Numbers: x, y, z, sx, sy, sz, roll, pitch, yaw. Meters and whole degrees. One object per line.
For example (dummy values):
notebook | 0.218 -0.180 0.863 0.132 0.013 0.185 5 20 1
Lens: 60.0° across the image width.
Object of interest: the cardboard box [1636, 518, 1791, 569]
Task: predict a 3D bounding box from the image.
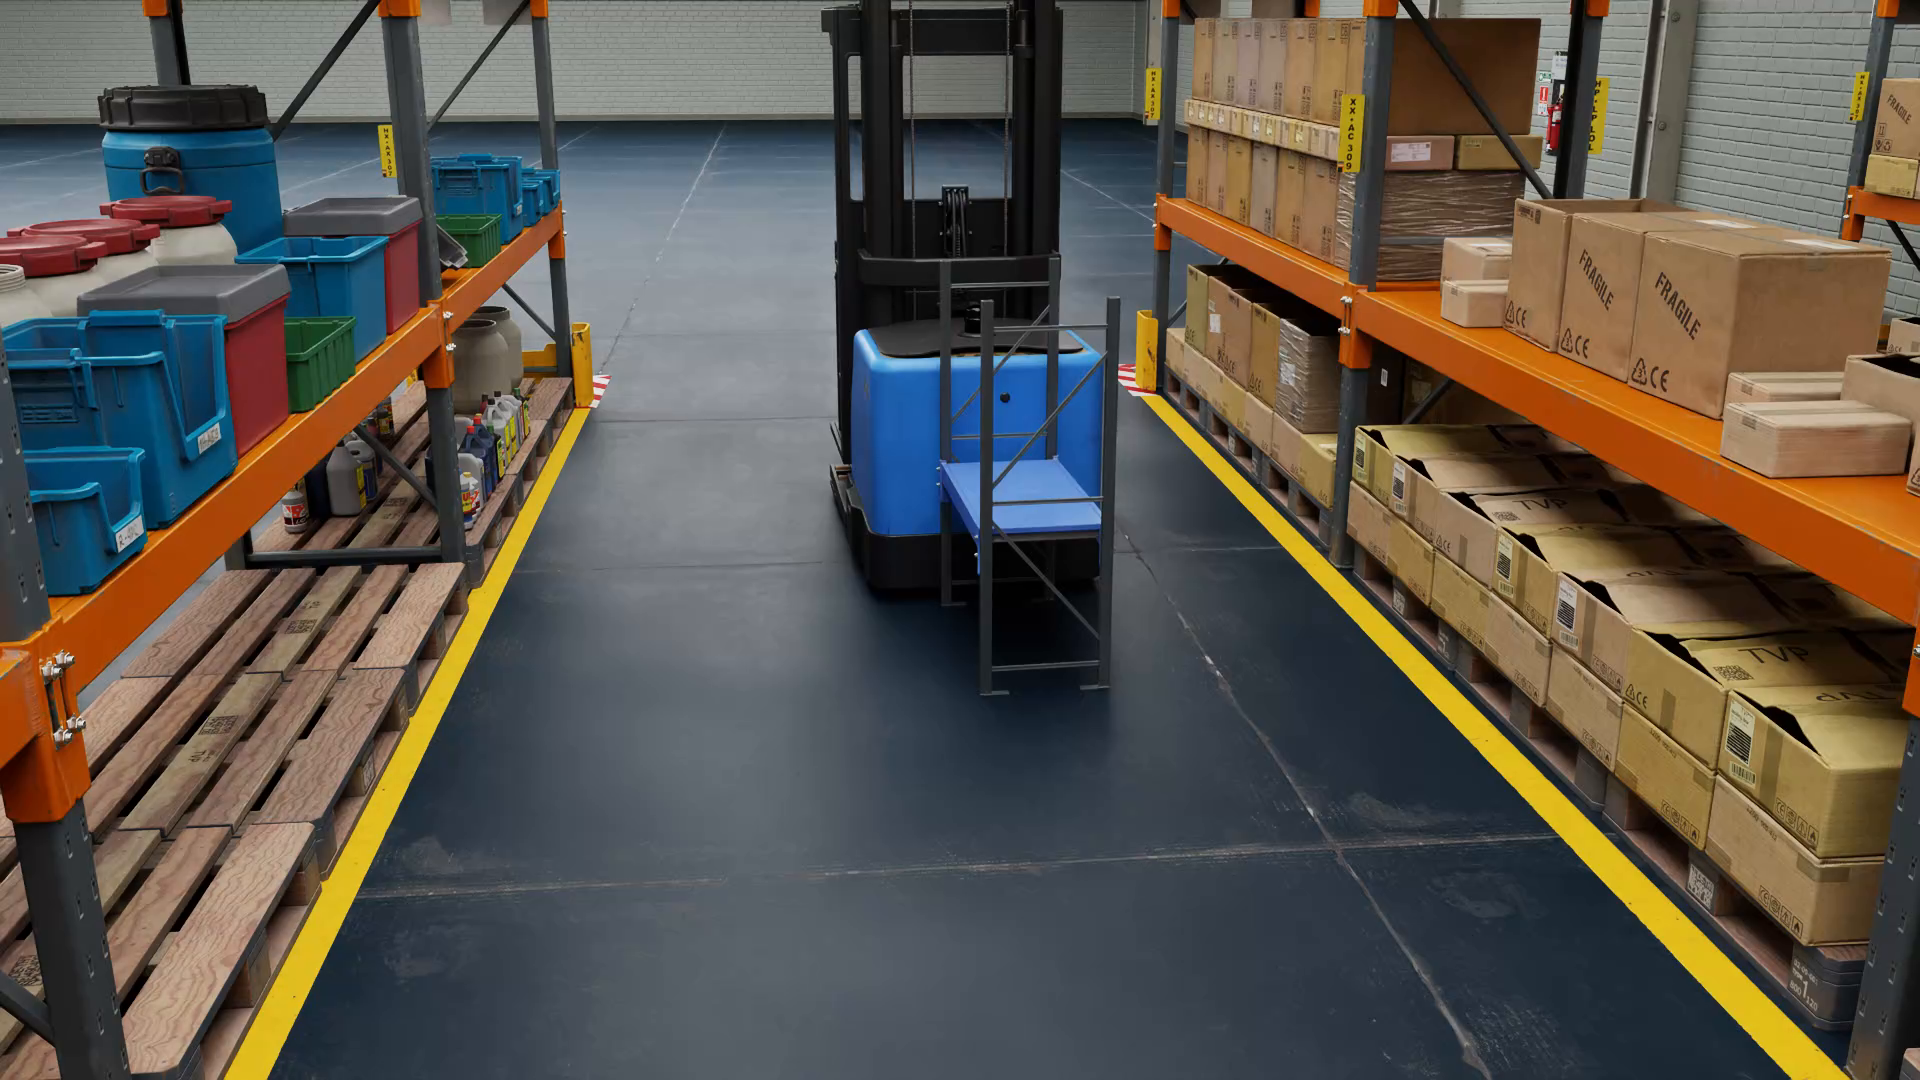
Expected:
cardboard box | 2.726 0.085 5.851 0.500 0.311 0.500 -2 18 -6

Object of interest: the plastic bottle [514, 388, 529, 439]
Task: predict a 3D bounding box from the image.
plastic bottle | -2.442 -0.710 9.230 0.061 0.283 0.133 -1 17 -4

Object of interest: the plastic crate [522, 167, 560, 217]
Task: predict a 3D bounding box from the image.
plastic crate | -2.749 -2.153 10.275 0.499 0.251 0.616 -2 18 -6

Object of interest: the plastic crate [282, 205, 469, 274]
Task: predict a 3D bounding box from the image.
plastic crate | -2.613 -1.302 7.421 0.767 0.338 0.504 -2 18 -6

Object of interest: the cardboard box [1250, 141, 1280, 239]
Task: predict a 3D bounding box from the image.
cardboard box | 2.027 -1.963 9.254 0.700 0.500 0.500 -1 17 -4

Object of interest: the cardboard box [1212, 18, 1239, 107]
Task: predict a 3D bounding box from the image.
cardboard box | 1.930 -2.870 9.980 0.700 0.500 0.500 -2 18 -7

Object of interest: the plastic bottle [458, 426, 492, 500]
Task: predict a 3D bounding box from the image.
plastic bottle | -2.356 -0.371 8.040 0.144 0.351 0.185 -1 17 -4

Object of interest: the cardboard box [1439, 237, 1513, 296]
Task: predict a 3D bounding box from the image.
cardboard box | 2.336 -1.107 6.946 0.500 0.250 0.500 -1 17 -2

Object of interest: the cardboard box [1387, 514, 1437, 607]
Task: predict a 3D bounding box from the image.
cardboard box | 2.088 0.068 6.843 0.500 0.250 0.500 -1 17 -4

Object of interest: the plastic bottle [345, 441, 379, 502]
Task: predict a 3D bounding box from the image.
plastic bottle | -2.914 -0.335 8.048 0.152 0.276 0.135 -2 18 -6

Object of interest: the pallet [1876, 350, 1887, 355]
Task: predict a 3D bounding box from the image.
pallet | 6.813 -1.074 11.244 1.003 0.211 1.213 -2 18 -6

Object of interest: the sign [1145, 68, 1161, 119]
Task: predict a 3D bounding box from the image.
sign | 1.277 -2.951 10.992 0.100 0.325 0.005 -2 18 -6

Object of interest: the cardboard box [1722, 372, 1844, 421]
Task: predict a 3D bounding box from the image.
cardboard box | 2.467 -0.390 4.832 0.380 0.149 0.250 0 17 -2

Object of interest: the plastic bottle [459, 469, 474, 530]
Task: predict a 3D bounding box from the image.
plastic bottle | -2.282 -0.189 7.590 0.097 0.271 0.097 0 17 0

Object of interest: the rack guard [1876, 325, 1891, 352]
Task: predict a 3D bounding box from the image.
rack guard | 6.764 -1.454 11.975 1.175 0.500 0.348 -2 18 -6

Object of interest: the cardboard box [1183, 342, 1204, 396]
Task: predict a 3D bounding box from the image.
cardboard box | 1.719 -1.089 10.526 0.500 0.250 0.500 -2 18 -6

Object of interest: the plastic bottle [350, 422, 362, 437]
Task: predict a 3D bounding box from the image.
plastic bottle | -3.105 -0.467 8.470 0.152 0.276 0.135 -1 17 -5

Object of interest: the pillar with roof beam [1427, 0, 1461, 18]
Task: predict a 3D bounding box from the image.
pillar with roof beam | 2.169 -8.792 21.160 9.100 9.000 0.400 -2 18 -6

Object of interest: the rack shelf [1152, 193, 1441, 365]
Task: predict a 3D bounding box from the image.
rack shelf | 2.036 -1.576 9.392 1.077 0.370 4.000 -2 18 -6

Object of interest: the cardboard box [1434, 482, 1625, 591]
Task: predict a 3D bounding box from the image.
cardboard box | 2.138 -0.046 6.268 0.500 0.311 0.500 -2 18 -7

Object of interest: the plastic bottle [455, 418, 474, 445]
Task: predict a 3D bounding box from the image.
plastic bottle | -2.564 -0.506 8.595 0.152 0.276 0.135 -2 18 -6

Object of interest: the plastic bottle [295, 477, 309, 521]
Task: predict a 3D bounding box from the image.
plastic bottle | -3.063 -0.219 7.667 0.061 0.283 0.133 -1 17 -3

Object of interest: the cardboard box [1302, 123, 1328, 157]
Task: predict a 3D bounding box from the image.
cardboard box | 1.920 -1.985 8.243 0.380 0.149 0.250 -2 18 -6

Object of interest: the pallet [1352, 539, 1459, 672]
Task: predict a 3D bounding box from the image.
pallet | 2.357 0.225 7.108 1.003 0.211 1.213 -2 18 -6

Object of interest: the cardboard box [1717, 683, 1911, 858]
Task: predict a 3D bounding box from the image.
cardboard box | 2.355 0.563 4.328 0.500 0.311 0.500 -1 17 -4

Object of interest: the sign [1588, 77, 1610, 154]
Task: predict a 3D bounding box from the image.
sign | 2.781 -1.858 7.287 0.100 0.325 0.005 -2 18 -6

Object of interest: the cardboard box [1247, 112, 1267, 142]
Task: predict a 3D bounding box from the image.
cardboard box | 1.813 -2.291 9.218 0.380 0.149 0.250 -2 18 -5

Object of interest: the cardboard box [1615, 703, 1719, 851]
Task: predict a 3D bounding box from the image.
cardboard box | 2.301 0.677 4.903 0.500 0.250 0.500 -2 18 -6

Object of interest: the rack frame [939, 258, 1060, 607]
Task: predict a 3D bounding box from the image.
rack frame | 0.165 -0.439 7.071 0.500 1.500 0.032 -3 18 -8

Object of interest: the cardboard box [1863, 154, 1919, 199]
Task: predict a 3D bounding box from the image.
cardboard box | 6.491 -2.453 11.198 0.500 0.250 0.500 -2 18 -7

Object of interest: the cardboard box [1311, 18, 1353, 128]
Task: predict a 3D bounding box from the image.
cardboard box | 2.136 -2.273 8.077 0.700 0.500 0.500 -2 18 -6

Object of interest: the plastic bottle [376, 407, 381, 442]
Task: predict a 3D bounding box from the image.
plastic bottle | -3.216 -0.660 9.071 0.061 0.283 0.133 -1 17 -5

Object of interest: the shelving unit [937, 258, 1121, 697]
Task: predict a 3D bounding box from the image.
shelving unit | 0.243 -0.289 6.592 0.538 1.500 1.048 -3 18 -8

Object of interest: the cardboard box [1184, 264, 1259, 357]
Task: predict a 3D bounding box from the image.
cardboard box | 1.717 -1.446 10.414 0.500 0.500 0.500 -2 18 -6

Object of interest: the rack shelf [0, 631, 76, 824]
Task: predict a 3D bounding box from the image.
rack shelf | -2.067 0.959 1.316 1.077 0.370 4.000 -2 18 -6

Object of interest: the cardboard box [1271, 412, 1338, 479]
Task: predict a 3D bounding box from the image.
cardboard box | 1.935 -0.493 8.629 0.500 0.250 0.500 -2 18 -6

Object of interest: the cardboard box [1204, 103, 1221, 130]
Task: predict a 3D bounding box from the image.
cardboard box | 1.710 -2.596 10.189 0.380 0.149 0.250 -2 18 -5

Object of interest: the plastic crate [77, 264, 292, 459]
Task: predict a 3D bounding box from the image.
plastic crate | -2.135 -0.502 4.660 0.402 0.464 0.583 -2 18 -6

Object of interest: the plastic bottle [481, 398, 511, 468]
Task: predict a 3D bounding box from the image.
plastic bottle | -2.419 -0.554 8.622 0.144 0.351 0.185 -2 18 -6

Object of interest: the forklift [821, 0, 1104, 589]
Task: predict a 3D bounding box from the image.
forklift | -0.096 -1.585 8.331 1.130 2.935 3.031 -3 18 -8

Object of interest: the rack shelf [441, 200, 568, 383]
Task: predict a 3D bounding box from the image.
rack shelf | -2.892 -1.425 8.908 1.077 0.370 4.000 -2 18 -6

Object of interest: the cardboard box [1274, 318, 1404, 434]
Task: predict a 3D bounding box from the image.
cardboard box | 1.937 -0.851 8.517 0.500 0.500 0.500 -2 18 -6

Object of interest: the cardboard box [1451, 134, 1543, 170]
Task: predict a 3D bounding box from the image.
cardboard box | 2.407 -1.767 7.548 0.380 0.149 0.250 -2 18 -6

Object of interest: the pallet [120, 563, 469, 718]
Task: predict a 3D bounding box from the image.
pallet | -2.566 0.391 6.578 1.003 0.211 1.213 -2 18 -6

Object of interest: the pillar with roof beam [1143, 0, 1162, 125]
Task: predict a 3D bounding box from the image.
pillar with roof beam | 0.313 -14.155 38.242 9.100 9.000 0.400 -2 18 -6

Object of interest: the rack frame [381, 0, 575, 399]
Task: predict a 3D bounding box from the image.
rack frame | -3.098 -2.364 10.698 1.000 3.000 0.127 -2 18 -6

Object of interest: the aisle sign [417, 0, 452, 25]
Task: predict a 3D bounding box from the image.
aisle sign | -3.397 -3.616 10.348 0.394 0.787 0.004 -2 18 -6

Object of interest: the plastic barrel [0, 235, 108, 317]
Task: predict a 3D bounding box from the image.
plastic barrel | -2.685 -0.597 4.845 0.433 0.535 0.433 0 17 0

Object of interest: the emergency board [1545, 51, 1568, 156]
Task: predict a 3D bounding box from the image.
emergency board | 6.853 -5.013 19.137 0.194 1.169 0.643 -2 18 -6
